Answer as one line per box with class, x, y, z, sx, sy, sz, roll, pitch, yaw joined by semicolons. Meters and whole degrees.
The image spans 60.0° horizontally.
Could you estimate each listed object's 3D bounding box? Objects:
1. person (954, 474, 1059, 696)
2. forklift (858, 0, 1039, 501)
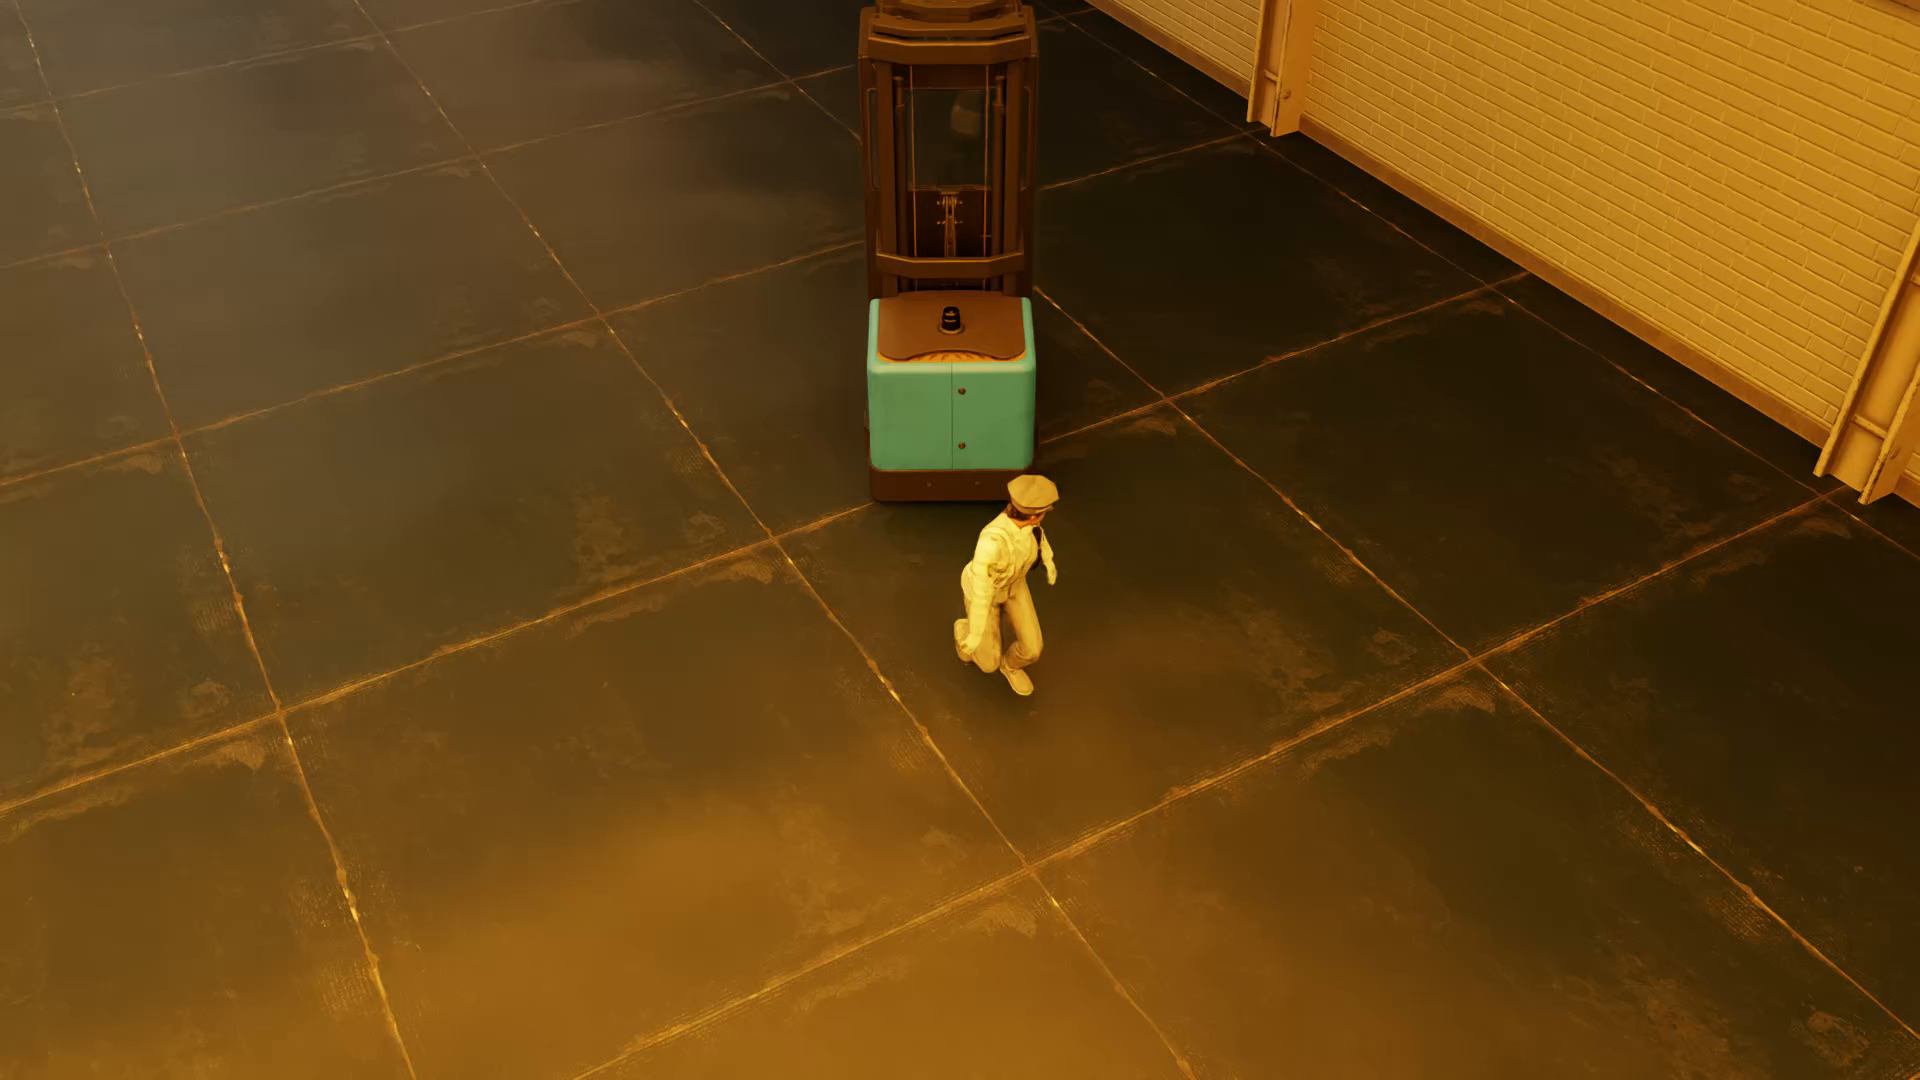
person;0.205;0.234;8.929;0.756;1.458;0.611;-27;47;-29
forklift;-0.073;-2.287;10.793;1.130;2.935;3.031;-1;40;-1
